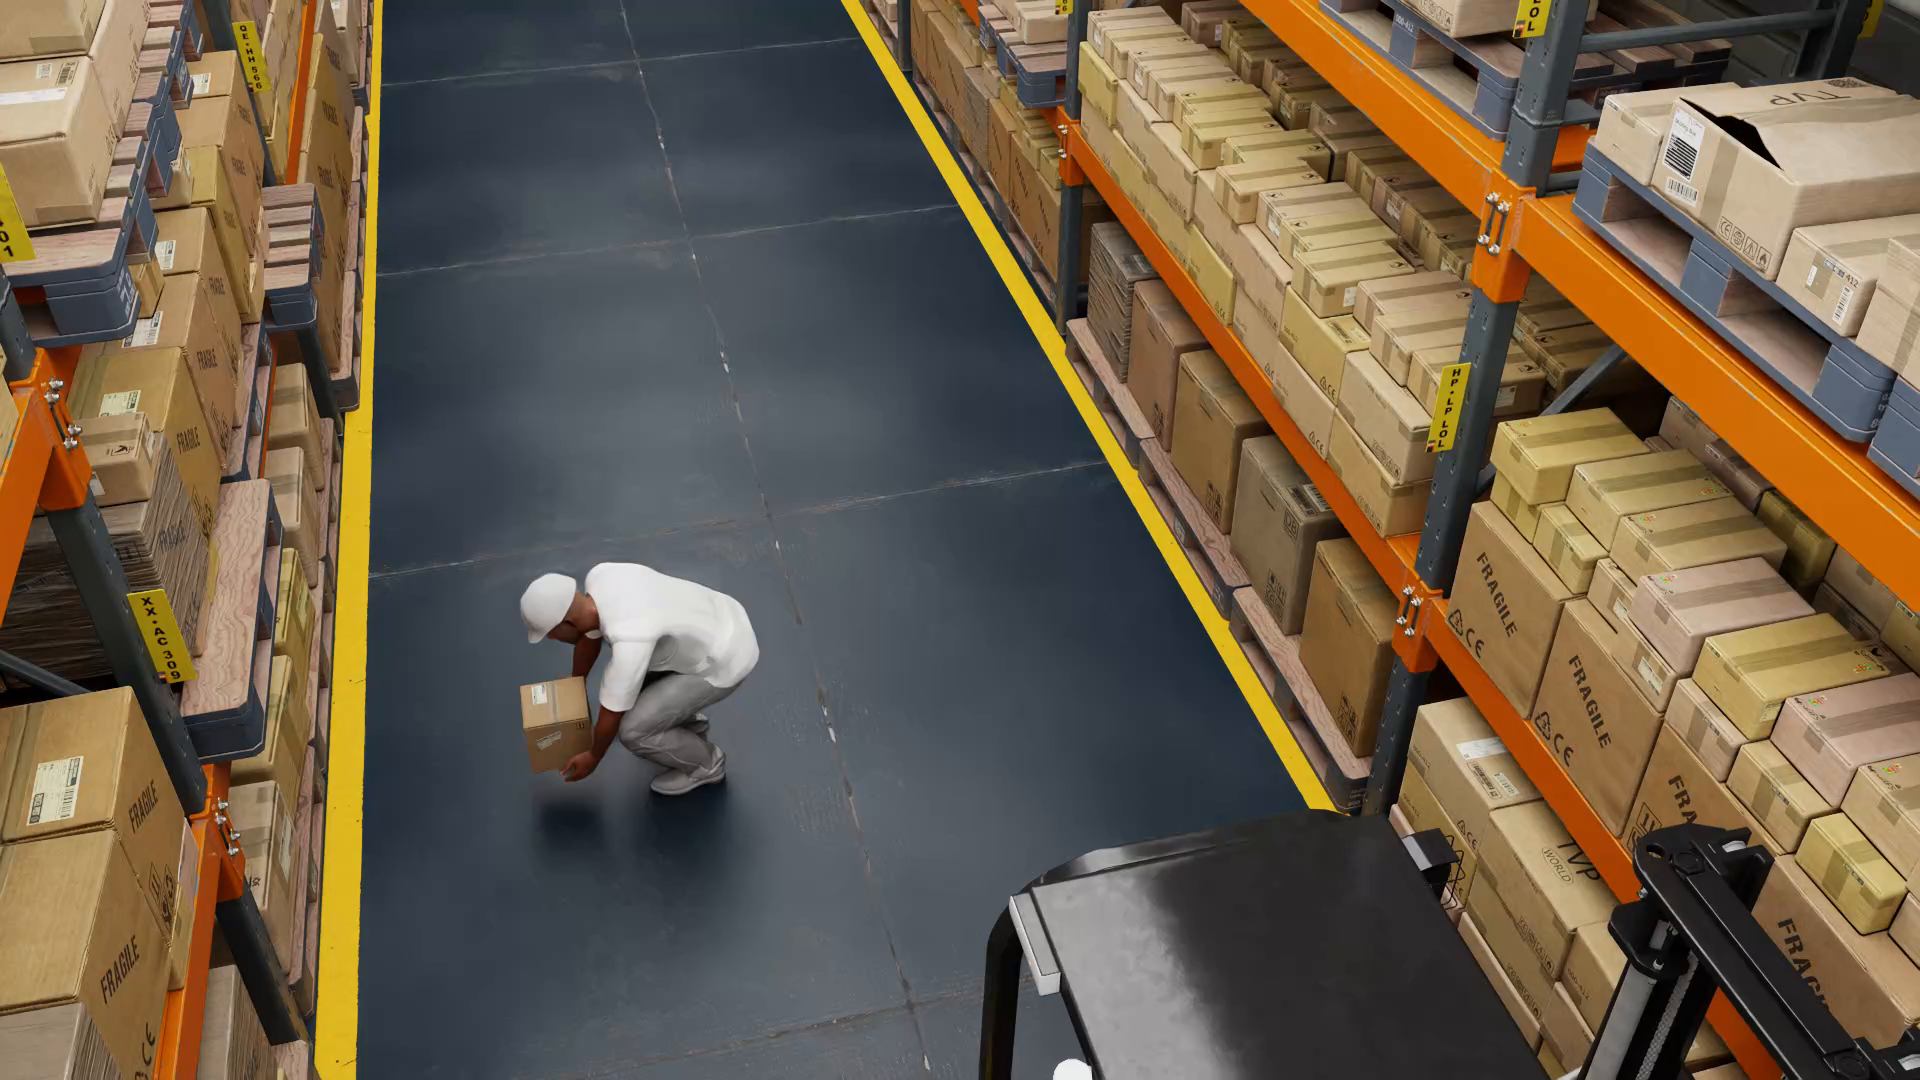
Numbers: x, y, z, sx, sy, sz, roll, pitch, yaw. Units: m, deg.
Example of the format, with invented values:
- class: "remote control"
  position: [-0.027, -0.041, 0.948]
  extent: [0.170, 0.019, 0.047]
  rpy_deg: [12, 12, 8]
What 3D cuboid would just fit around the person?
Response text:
- class: "person"
  position: [-1.213, 0.519, 6.503]
  extent: [0.860, 1.111, 0.603]
  rpy_deg: [-9, 39, -12]
